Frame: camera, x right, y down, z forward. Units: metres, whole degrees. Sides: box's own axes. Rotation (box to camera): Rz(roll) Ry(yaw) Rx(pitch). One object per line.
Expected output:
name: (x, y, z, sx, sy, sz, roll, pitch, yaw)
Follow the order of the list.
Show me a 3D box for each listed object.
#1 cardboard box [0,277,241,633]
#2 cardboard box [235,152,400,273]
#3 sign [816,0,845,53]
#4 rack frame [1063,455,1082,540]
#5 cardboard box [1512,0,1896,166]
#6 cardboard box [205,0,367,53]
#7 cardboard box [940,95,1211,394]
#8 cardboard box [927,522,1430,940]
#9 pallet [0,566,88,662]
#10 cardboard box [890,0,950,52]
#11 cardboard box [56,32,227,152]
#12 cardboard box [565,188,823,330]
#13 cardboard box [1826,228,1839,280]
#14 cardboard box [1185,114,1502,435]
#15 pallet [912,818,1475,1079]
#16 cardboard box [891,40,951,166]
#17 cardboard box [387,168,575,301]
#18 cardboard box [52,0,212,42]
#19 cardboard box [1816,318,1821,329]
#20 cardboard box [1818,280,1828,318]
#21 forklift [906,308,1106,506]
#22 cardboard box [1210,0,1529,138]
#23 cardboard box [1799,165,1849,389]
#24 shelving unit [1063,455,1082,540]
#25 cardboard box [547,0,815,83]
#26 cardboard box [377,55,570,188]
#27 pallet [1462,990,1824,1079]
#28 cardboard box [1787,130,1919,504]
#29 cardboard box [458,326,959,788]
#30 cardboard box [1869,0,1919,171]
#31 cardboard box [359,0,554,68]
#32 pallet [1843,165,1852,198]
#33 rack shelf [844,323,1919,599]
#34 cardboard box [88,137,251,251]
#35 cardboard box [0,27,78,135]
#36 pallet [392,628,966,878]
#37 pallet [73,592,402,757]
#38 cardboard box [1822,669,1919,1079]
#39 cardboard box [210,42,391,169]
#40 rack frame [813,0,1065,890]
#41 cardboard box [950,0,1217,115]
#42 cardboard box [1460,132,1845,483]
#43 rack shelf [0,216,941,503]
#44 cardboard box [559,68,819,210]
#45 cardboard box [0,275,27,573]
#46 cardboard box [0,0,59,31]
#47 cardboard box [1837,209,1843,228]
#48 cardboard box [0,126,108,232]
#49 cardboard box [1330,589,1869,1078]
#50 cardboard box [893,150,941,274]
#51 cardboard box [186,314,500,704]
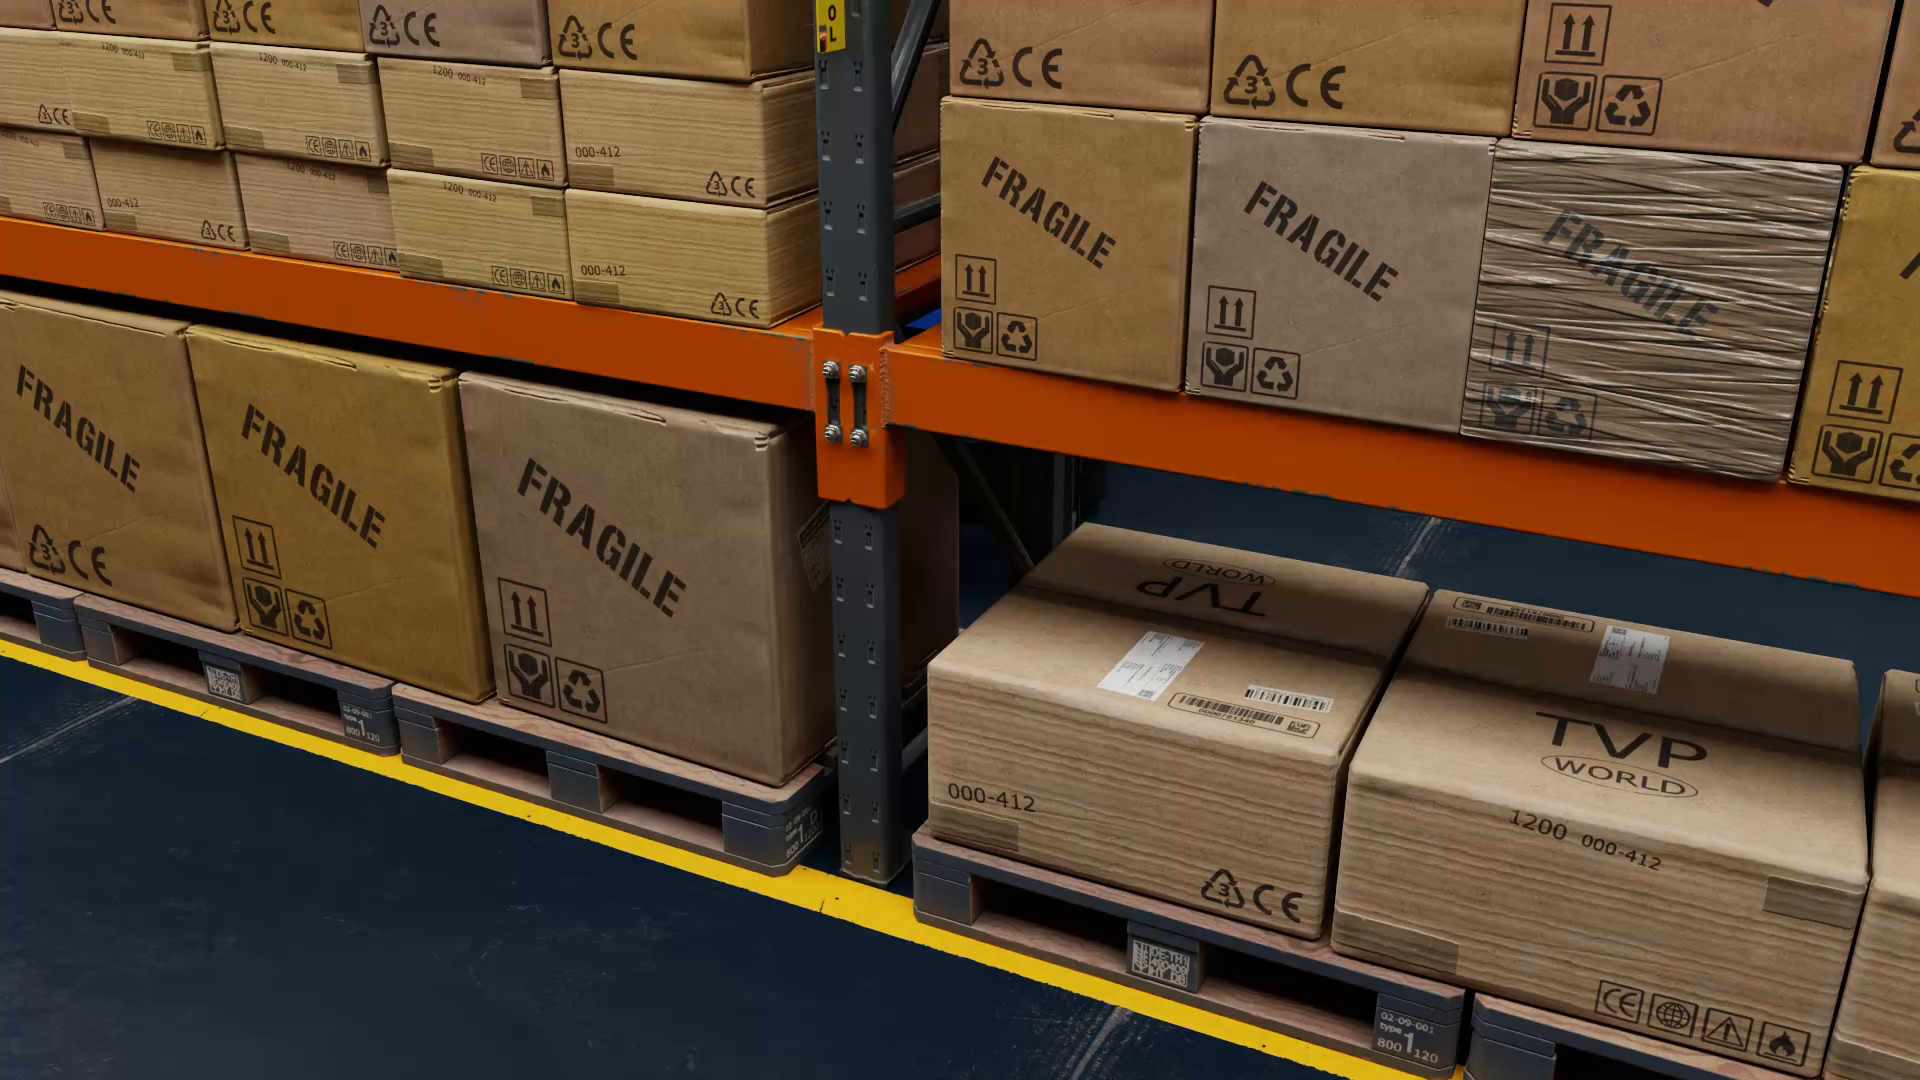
cardboard box: (-2.198, -0.368, 4.962, 0.875, 0.875, 0.875, 12, 26, 25)
cardboard box: (-1.411, -0.865, 4.142, 0.500, 0.250, 0.500, 10, 25, 23)
sign: (-0.237, -1.062, 3.035, 0.005, 0.325, 0.100, 11, 25, 25)
rack frame: (0.366, -0.601, 5.247, 0.032, 1.500, 0.500, 3, 23, 7)
cardboard box: (1.215, -0.908, 2.647, 0.500, 0.500, 0.500, 12, 26, 26)
cardboard box: (-1.422, -1.439, 3.895, 0.500, 0.500, 0.500, 12, 26, 26)
cardboard box: (0.300, -0.628, 3.266, 0.500, 0.500, 0.500, 12, 26, 26)
cardboard box: (0.511, 0.378, 3.766, 0.875, 0.438, 0.875, 11, 25, 24)
pallet: (-2.901, -0.014, 5.513, 1.213, 0.211, 1.003, 11, 25, 25)
cardboard box: (-0.264, -1.441, 3.899, 0.500, 0.500, 0.500, 12, 26, 25)
cardboard box: (-1.883, -1.170, 4.221, 0.500, 0.250, 0.500, 12, 26, 25)
cardboard box: (-0.515, -0.679, 3.705, 0.500, 0.250, 0.500, 11, 25, 23)
cardboard box: (3.739, -1.240, 7.179, 0.250, 0.149, 0.380, 11, 26, 25)
cardboard box: (0.747, -0.538, 3.054, 0.500, 0.500, 0.500, 11, 26, 25)
pallet: (0.642, 0.688, 3.862, 1.213, 0.211, 1.003, 11, 25, 25)
cardboard box: (-0.267, -1.094, 4.042, 0.500, 0.250, 0.500, 10, 25, 23)
cardboard box: (-0.969, -0.769, 3.917, 0.500, 0.250, 0.500, 11, 25, 24)
cardboard box: (-1.890, -1.525, 4.098, 0.500, 0.500, 0.500, 12, 26, 25)
cardboard box: (3.767, -0.973, 7.312, 0.250, 0.149, 0.380, 12, 26, 26)
cardboard box: (3.701, -1.077, 7.176, 0.250, 0.149, 0.380, 11, 26, 25)
forklift: (-0.042, -1.993, 6.691, 1.130, 2.935, 3.031, -1, 23, -1)
cardboard box: (0.762, -1.003, 2.869, 0.500, 0.500, 0.500, 11, 25, 24)
cardboard box: (1.445, -0.637, 3.288, 0.500, 0.500, 0.500, 11, 25, 24)
shelving unit: (-0.138, -0.626, 5.306, 1.048, 1.500, 0.538, 3, 23, 7)
cardboard box: (-0.513, -1.254, 3.460, 0.500, 0.500, 0.500, 12, 26, 26)
cardboard box: (-0.954, -0.996, 3.812, 0.500, 0.250, 0.500, 12, 26, 26)
pallet: (1.735, 0.903, 3.356, 1.213, 0.211, 1.003, 11, 25, 25)
cardboard box: (1.647, -0.357, 2.628, 0.500, 0.500, 0.500, 12, 26, 26)
cardboard box: (-0.591, -0.053, 4.221, 0.875, 0.875, 0.875, 12, 26, 26)
cardboard box: (1.663, -0.818, 2.436, 0.500, 0.500, 0.500, 11, 25, 24)
cardboard box: (-0.978, -1.343, 3.669, 0.500, 0.500, 0.500, 12, 26, 26)
pallet: (6.206, -2.558, 11.495, 1.213, 0.211, 1.003, 11, 25, 25)
rack shelf: (1.784, -0.072, 3.006, 4.000, 0.370, 1.077, 11, 25, 25)
cardboard box: (-1.874, -0.954, 4.353, 0.500, 0.250, 0.500, 11, 25, 25)
cardboard box: (-2.330, -1.264, 4.442, 0.500, 0.250, 0.500, 11, 25, 24)
pallet: (-0.724, 0.417, 4.500, 1.213, 0.211, 1.003, 11, 25, 25)
pallet: (-1.817, 0.202, 5.006, 1.213, 0.211, 1.003, 11, 25, 25)
cardboard box: (2.114, 0.695, 3.019, 0.875, 0.438, 0.875, 12, 26, 26)
cardboard box: (-1.419, -1.085, 4.022, 0.500, 0.250, 0.500, 12, 26, 26)
rack frame: (-0.001, -0.756, 3.696, 0.127, 3.000, 1.000, 11, 25, 25)
cardboard box: (0.315, -1.094, 3.084, 0.500, 0.500, 0.500, 11, 26, 25)
cardboard box: (1.188, -0.448, 2.842, 0.500, 0.500, 0.500, 11, 26, 25)
rack shelf: (-1.786, -0.779, 4.667, 4.000, 0.370, 1.077, 11, 25, 25)
cardboard box: (-0.504, -0.910, 3.611, 0.500, 0.250, 0.500, 11, 25, 24)
cardboard box: (-2.992, -0.527, 5.335, 0.875, 0.875, 0.875, 11, 25, 24)
cardboard box: (-2.339, -1.615, 4.310, 0.500, 0.500, 0.500, 12, 26, 26)
cardboard box: (3.947, -1.400, 7.554, 0.250, 0.149, 0.380, 11, 26, 25)
cardboard box: (-2.316, -1.040, 4.555, 0.500, 0.250, 0.500, 12, 26, 26)
cardboard box: (1.310, 0.536, 3.395, 0.875, 0.438, 0.875, 10, 25, 23)
cardboard box: (-0.275, -0.857, 4.125, 0.500, 0.250, 0.500, 11, 25, 23)
cardboard box: (-1.400, -0.210, 4.590, 0.875, 0.875, 0.875, 12, 26, 26)
